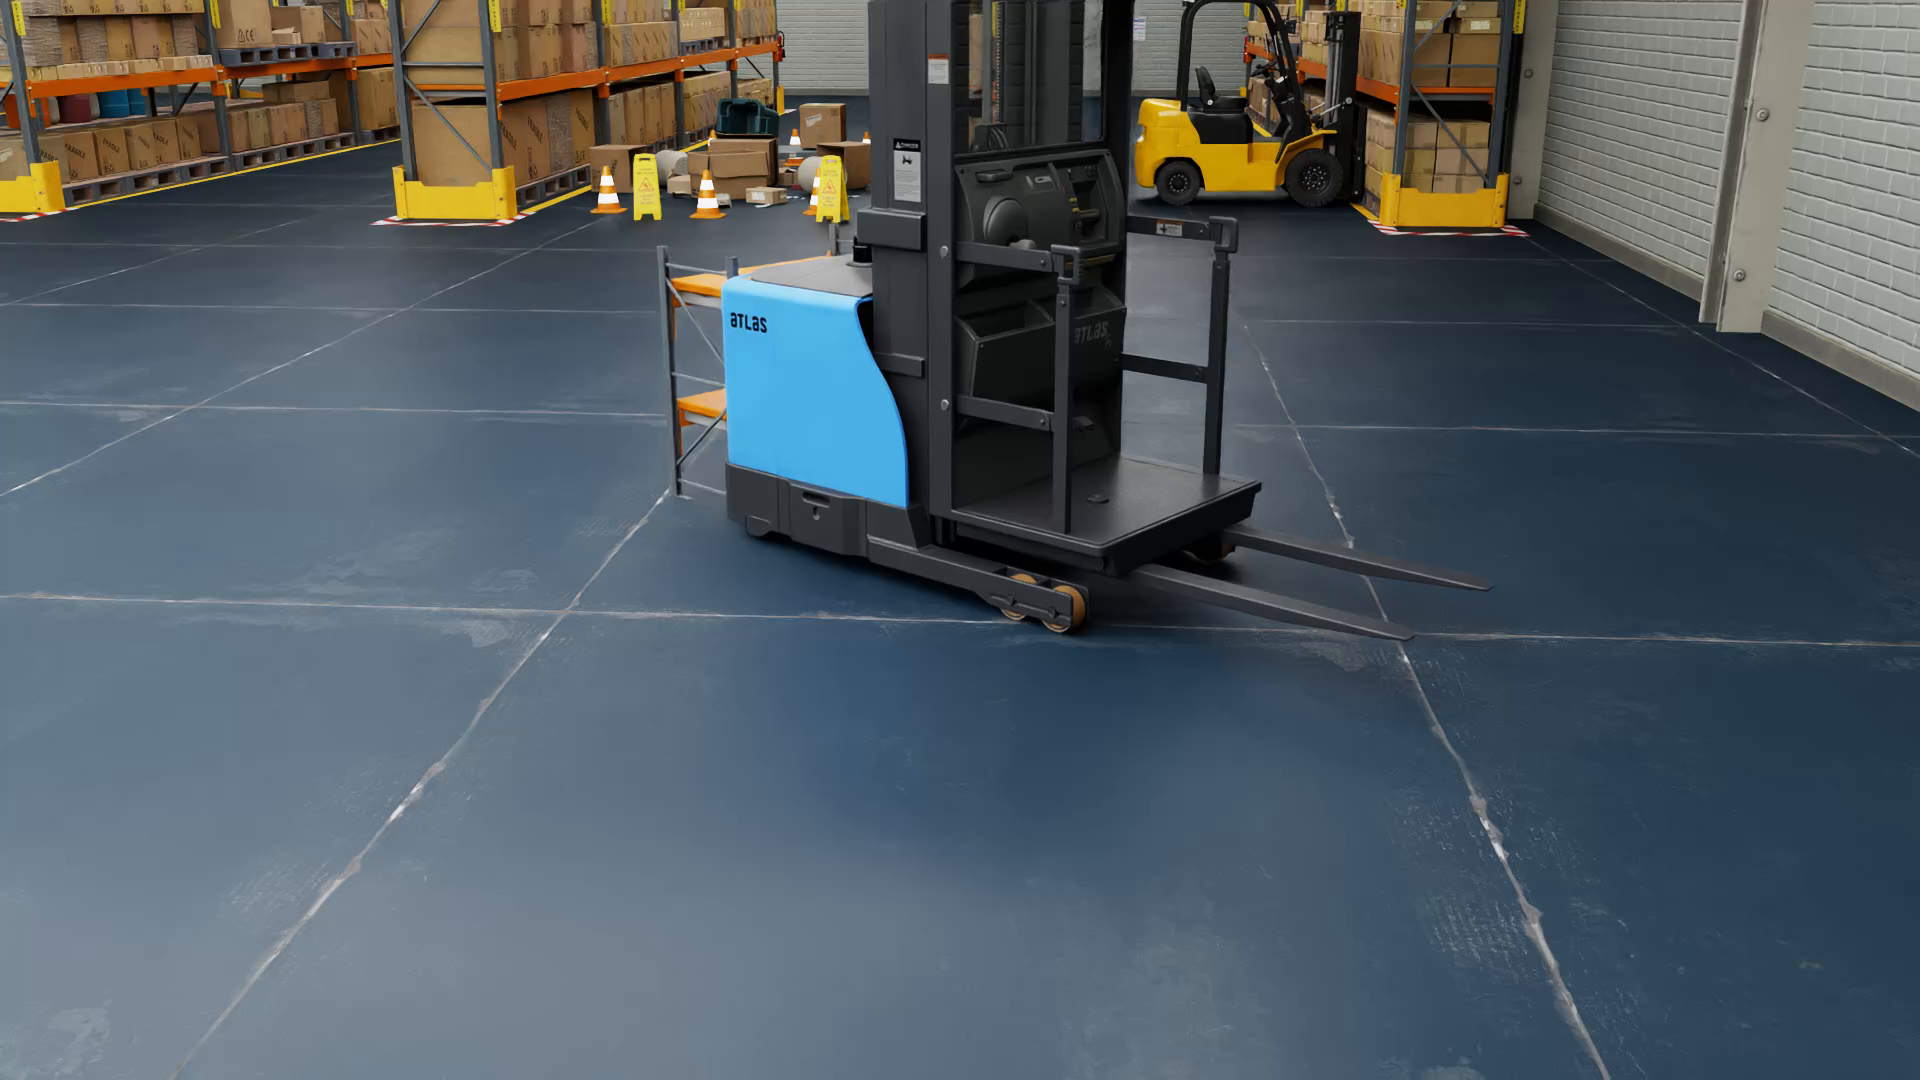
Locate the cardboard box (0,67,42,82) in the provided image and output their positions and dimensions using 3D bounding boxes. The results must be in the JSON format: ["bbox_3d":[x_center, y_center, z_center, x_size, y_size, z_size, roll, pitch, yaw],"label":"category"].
[{"bbox_3d":[-9.819,-4.847,17.302,0.380,0.149,0.250,1,18,4],"label":"cardboard box"}]

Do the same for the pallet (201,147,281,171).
[{"bbox_3d":[-9.736,-5.043,21.973,1.003,0.211,1.213,1,18,4],"label":"pallet"}]

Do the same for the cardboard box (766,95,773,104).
[{"bbox_3d":[-3.737,-8.305,31.356,0.380,0.149,0.250,2,18,6],"label":"cardboard box"}]

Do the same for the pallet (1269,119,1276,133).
[{"bbox_3d":[5.598,-6.701,27.035,1.003,0.211,1.213,1,18,4],"label":"pallet"}]

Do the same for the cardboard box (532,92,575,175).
[{"bbox_3d":[-5.026,-4.700,19.187,0.875,0.875,0.875,1,18,4],"label":"cardboard box"}]

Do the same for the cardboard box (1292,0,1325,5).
[{"bbox_3d":[5.991,-9.163,28.627,0.500,0.500,0.500,1,18,2],"label":"cardboard box"}]

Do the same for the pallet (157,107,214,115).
[{"bbox_3d":[-14.143,-7.625,29.855,1.003,0.211,1.213,1,18,4],"label":"pallet"}]

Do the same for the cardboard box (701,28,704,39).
[{"bbox_3d":[-4.217,-7.933,26.046,0.380,0.149,0.250,1,18,2],"label":"cardboard box"}]

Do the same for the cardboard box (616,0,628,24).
[{"bbox_3d":[-4.749,-6.977,21.634,0.700,0.500,0.500,1,18,4],"label":"cardboard box"}]

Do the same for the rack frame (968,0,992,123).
[{"bbox_3d":[-0.192,-4.662,16.334,1.000,3.000,0.127,1,18,4],"label":"rack frame"}]

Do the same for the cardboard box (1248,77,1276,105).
[{"bbox_3d":[5.767,-8.347,30.915,0.797,0.503,0.637,1,18,2],"label":"cardboard box"}]

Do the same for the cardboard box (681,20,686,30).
[{"bbox_3d":[-4.311,-7.678,24.788,0.380,0.149,0.250,2,18,7],"label":"cardboard box"}]

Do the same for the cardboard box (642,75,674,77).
[{"bbox_3d":[-4.698,-7.127,25.992,0.500,0.250,0.500,2,18,5],"label":"cardboard box"}]

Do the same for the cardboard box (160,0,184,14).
[{"bbox_3d":[-9.583,-6.489,19.664,0.500,0.500,0.500,1,18,4],"label":"cardboard box"}]

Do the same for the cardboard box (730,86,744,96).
[{"bbox_3d":[-3.967,-7.782,28.805,0.380,0.149,0.250,2,18,7],"label":"cardboard box"}]

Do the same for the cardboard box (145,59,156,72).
[{"bbox_3d":[-9.651,-5.546,19.435,0.380,0.149,0.250,1,18,4],"label":"cardboard box"}]

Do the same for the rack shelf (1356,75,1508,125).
[{"bbox_3d":[4.902,-4.832,18.007,1.077,0.370,4.000,1,18,4],"label":"rack shelf"}]

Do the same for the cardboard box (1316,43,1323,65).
[{"bbox_3d":[4.947,-6.356,21.745,0.500,0.250,0.500,2,18,6],"label":"cardboard box"}]

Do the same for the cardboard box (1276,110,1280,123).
[{"bbox_3d":[5.291,-6.826,26.276,0.500,0.500,0.500,1,18,2],"label":"cardboard box"}]

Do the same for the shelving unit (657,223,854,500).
[{"bbox_3d":[-0.772,-0.804,7.569,0.538,1.125,1.048,16,24,40],"label":"shelving unit"}]

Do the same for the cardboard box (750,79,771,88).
[{"bbox_3d":[-3.742,-8.508,31.020,0.380,0.149,0.250,1,18,3],"label":"cardboard box"}]

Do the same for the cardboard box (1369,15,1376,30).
[{"bbox_3d":[4.630,-5.578,17.926,0.380,0.149,0.250,1,18,3],"label":"cardboard box"}]

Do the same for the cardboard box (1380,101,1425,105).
[{"bbox_3d":[5.203,-5.006,19.519,0.500,0.250,0.500,2,18,5],"label":"cardboard box"}]

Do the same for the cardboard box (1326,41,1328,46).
[{"bbox_3d":[4.855,-6.279,20.708,0.500,0.250,0.500,1,18,2],"label":"cardboard box"}]

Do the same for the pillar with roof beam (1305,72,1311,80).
[{"bbox_3d":[2.704,-13.286,33.019,9.100,9.000,0.400,1,18,4],"label":"pillar with roof beam"}]

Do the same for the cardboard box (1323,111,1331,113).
[{"bbox_3d":[5.135,-5.269,21.326,0.875,0.625,0.625,1,18,3],"label":"cardboard box"}]

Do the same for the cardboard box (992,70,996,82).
[{"bbox_3d":[0.206,-4.881,17.405,0.380,0.149,0.250,2,18,5],"label":"cardboard box"}]

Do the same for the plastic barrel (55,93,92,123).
[{"bbox_3d":[-14.345,-7.035,26.775,0.600,0.588,0.708,1,18,4],"label":"plastic barrel"}]

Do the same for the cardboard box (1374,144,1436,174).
[{"bbox_3d":[4.482,-3.841,16.767,0.500,0.250,0.500,1,18,3],"label":"cardboard box"}]

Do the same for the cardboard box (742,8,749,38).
[{"bbox_3d":[-3.962,-8.959,28.810,0.500,0.500,0.500,1,18,4],"label":"cardboard box"}]

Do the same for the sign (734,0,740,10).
[{"bbox_3d":[-3.723,-9.007,27.735,0.100,0.325,0.005,1,18,4],"label":"sign"}]

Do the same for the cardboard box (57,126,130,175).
[{"bbox_3d":[-9.943,-4.469,19.085,0.500,0.500,0.500,3,18,9],"label":"cardboard box"}]

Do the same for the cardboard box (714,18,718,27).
[{"bbox_3d":[-4.147,-8.403,27.002,0.380,0.149,0.250,2,18,6],"label":"cardboard box"}]

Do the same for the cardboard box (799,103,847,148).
[{"bbox_3d":[-1.683,-5.107,20.490,0.500,0.500,0.500,1,18,4],"label":"cardboard box"}]

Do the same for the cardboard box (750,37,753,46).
[{"bbox_3d":[-3.884,-8.840,29.487,0.380,0.149,0.250,2,18,6],"label":"cardboard box"}]

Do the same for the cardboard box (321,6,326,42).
[{"bbox_3d":[-9.502,-7.447,23.997,0.500,0.500,0.500,-1,18,-3],"label":"cardboard box"}]

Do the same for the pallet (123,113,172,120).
[{"bbox_3d":[-14.254,-7.157,28.427,1.003,0.211,1.213,1,18,4],"label":"pallet"}]

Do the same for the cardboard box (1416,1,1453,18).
[{"bbox_3d":[4.574,-5.166,16.191,0.380,0.149,0.250,1,18,4],"label":"cardboard box"}]

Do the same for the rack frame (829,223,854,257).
[{"bbox_3d":[-0.429,-0.921,7.926,0.500,1.125,0.032,16,24,40],"label":"rack frame"}]

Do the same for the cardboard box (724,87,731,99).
[{"bbox_3d":[-4.079,-7.245,27.555,0.500,0.500,0.500,1,18,3],"label":"cardboard box"}]

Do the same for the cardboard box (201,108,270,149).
[{"bbox_3d":[-9.672,-5.485,22.153,0.700,0.500,0.500,1,18,4],"label":"cardboard box"}]

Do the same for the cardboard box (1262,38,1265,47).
[{"bbox_3d":[5.418,-8.588,28.719,0.380,0.149,0.250,1,18,3],"label":"cardboard box"}]

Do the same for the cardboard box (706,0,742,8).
[{"bbox_3d":[-4.001,-9.267,28.143,0.500,0.500,0.500,2,18,5],"label":"cardboard box"}]

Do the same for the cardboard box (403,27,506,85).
[{"bbox_3d":[-5.156,-4.929,16.907,0.875,0.550,0.550,1,18,4],"label":"cardboard box"}]

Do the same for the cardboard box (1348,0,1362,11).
[{"bbox_3d":[4.727,-6.200,19.346,0.380,0.149,0.250,2,18,5],"label":"cardboard box"}]

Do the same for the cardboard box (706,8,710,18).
[{"bbox_3d":[-4.189,-8.381,26.456,0.380,0.149,0.250,1,18,2],"label":"cardboard box"}]

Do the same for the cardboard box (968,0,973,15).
[{"bbox_3d":[-0.222,-5.959,18.049,0.700,0.500,0.500,1,18,4],"label":"cardboard box"}]

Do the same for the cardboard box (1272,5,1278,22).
[{"bbox_3d":[5.324,-8.221,26.359,0.700,0.500,0.500,1,18,5],"label":"cardboard box"}]

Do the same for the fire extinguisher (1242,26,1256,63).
[{"bbox_3d":[5.455,-9.364,31.406,0.296,0.674,0.183,1,18,4],"label":"fire extinguisher"}]

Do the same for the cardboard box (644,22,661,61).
[{"bbox_3d":[-4.401,-6.818,22.751,0.500,0.500,0.500,1,18,3],"label":"cardboard box"}]

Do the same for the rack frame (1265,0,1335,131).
[{"bbox_3d":[5.619,-8.280,27.374,1.000,3.000,0.127,1,18,4],"label":"rack frame"}]

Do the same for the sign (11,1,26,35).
[{"bbox_3d":[-9.536,-5.283,16.838,0.100,0.325,0.005,1,18,4],"label":"sign"}]

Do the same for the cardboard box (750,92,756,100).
[{"bbox_3d":[-3.875,-7.963,29.833,0.380,0.149,0.250,1,18,3],"label":"cardboard box"}]

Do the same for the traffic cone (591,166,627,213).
[{"bbox_3d":[-3.683,-3.669,17.377,0.336,0.463,0.334,1,18,4],"label":"traffic cone"}]

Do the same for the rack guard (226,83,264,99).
[{"bbox_3d":[-13.881,-8.783,32.925,1.175,0.500,0.348,1,18,4],"label":"rack guard"}]

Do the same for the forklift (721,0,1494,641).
[{"bbox_3d":[0.471,-1.249,6.028,3.031,2.935,1.130,15,23,38],"label":"forklift"}]

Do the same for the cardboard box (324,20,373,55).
[{"bbox_3d":[-9.197,-7.561,25.019,0.500,0.500,0.500,2,18,6],"label":"cardboard box"}]
